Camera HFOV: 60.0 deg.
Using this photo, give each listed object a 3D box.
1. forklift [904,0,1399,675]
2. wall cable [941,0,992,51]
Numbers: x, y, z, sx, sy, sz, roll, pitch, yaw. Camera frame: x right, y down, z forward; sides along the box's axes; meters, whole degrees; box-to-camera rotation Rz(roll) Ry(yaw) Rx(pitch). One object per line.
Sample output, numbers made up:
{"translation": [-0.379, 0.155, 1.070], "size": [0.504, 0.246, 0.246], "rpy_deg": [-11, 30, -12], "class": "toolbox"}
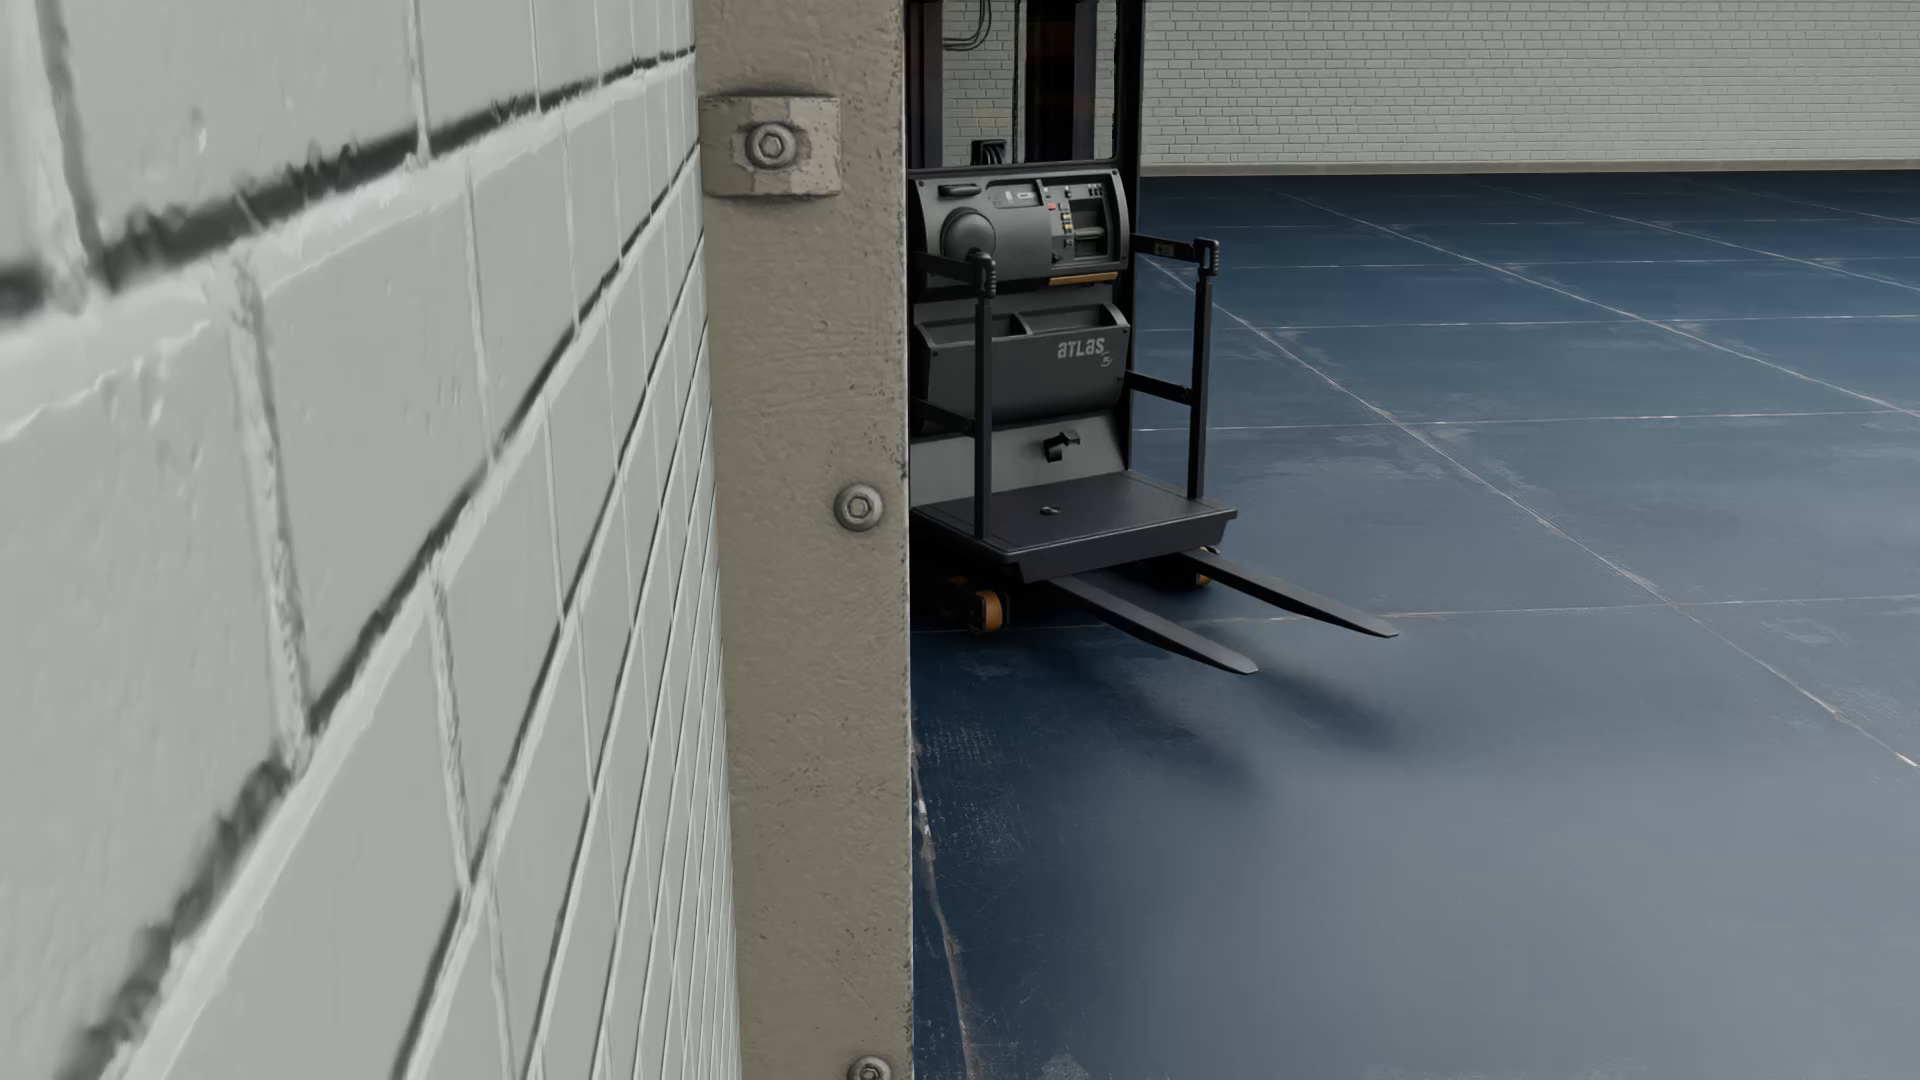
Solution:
{"translation": [0.360, -1.211, 6.142], "size": [1.130, 2.935, 3.031], "rpy_deg": [-11, 20, -30], "class": "forklift"}
{"translation": [-1.100, -7.849, 22.337], "size": [3.097, 2.526, 0.112], "rpy_deg": [-2, 18, -6], "class": "wall cable"}
